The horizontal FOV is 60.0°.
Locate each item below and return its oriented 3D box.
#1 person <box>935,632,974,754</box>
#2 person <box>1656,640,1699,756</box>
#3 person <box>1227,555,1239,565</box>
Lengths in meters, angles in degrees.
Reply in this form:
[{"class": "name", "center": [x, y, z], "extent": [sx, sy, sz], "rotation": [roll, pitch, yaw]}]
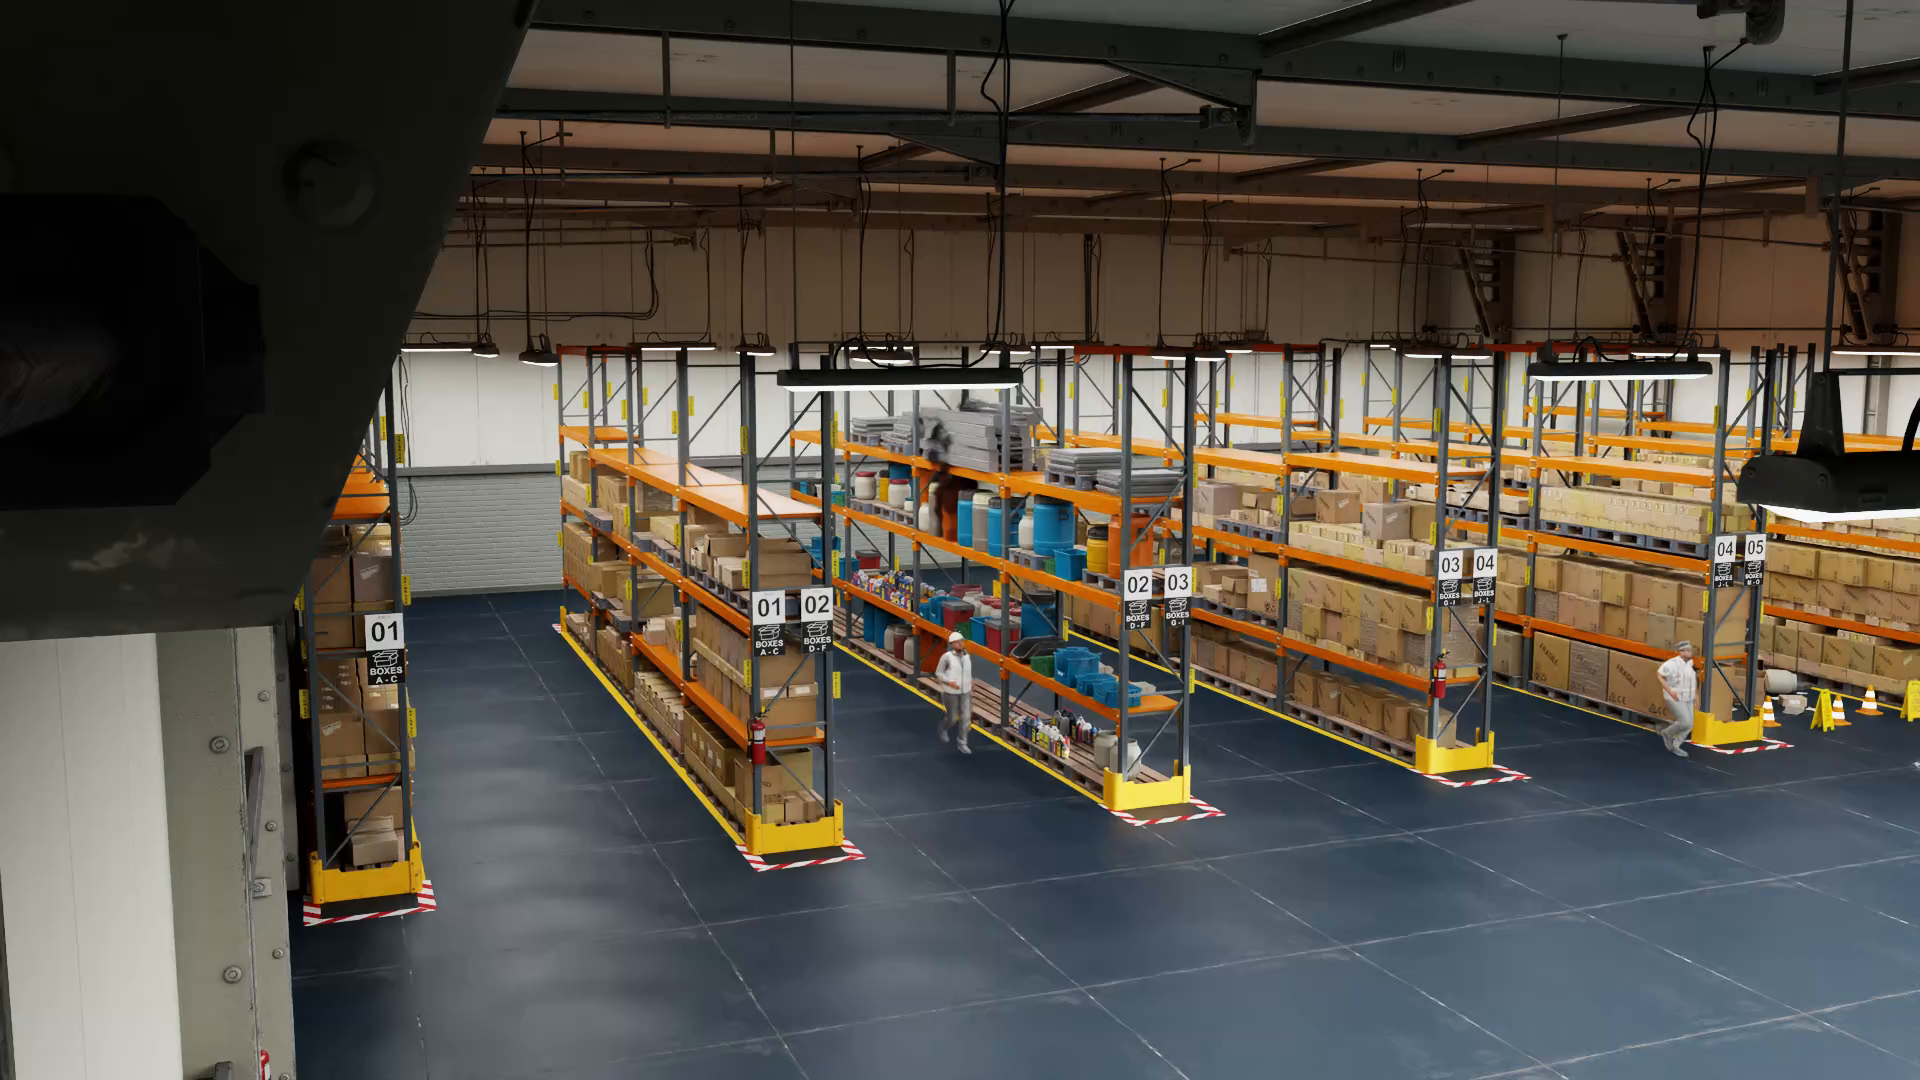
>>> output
[{"class": "person", "center": [-0.063, 2.236, 24.654], "extent": [0.665, 1.760, 0.821], "rotation": [-4, 8, -26]}, {"class": "person", "center": [10.727, 2.346, 24.690], "extent": [0.693, 1.748, 0.518], "rotation": [-4, 8, -26]}, {"class": "person", "center": [5.627, 1.126, 34.539], "extent": [0.599, 1.670, 0.566], "rotation": [-4, 8, -26]}]
